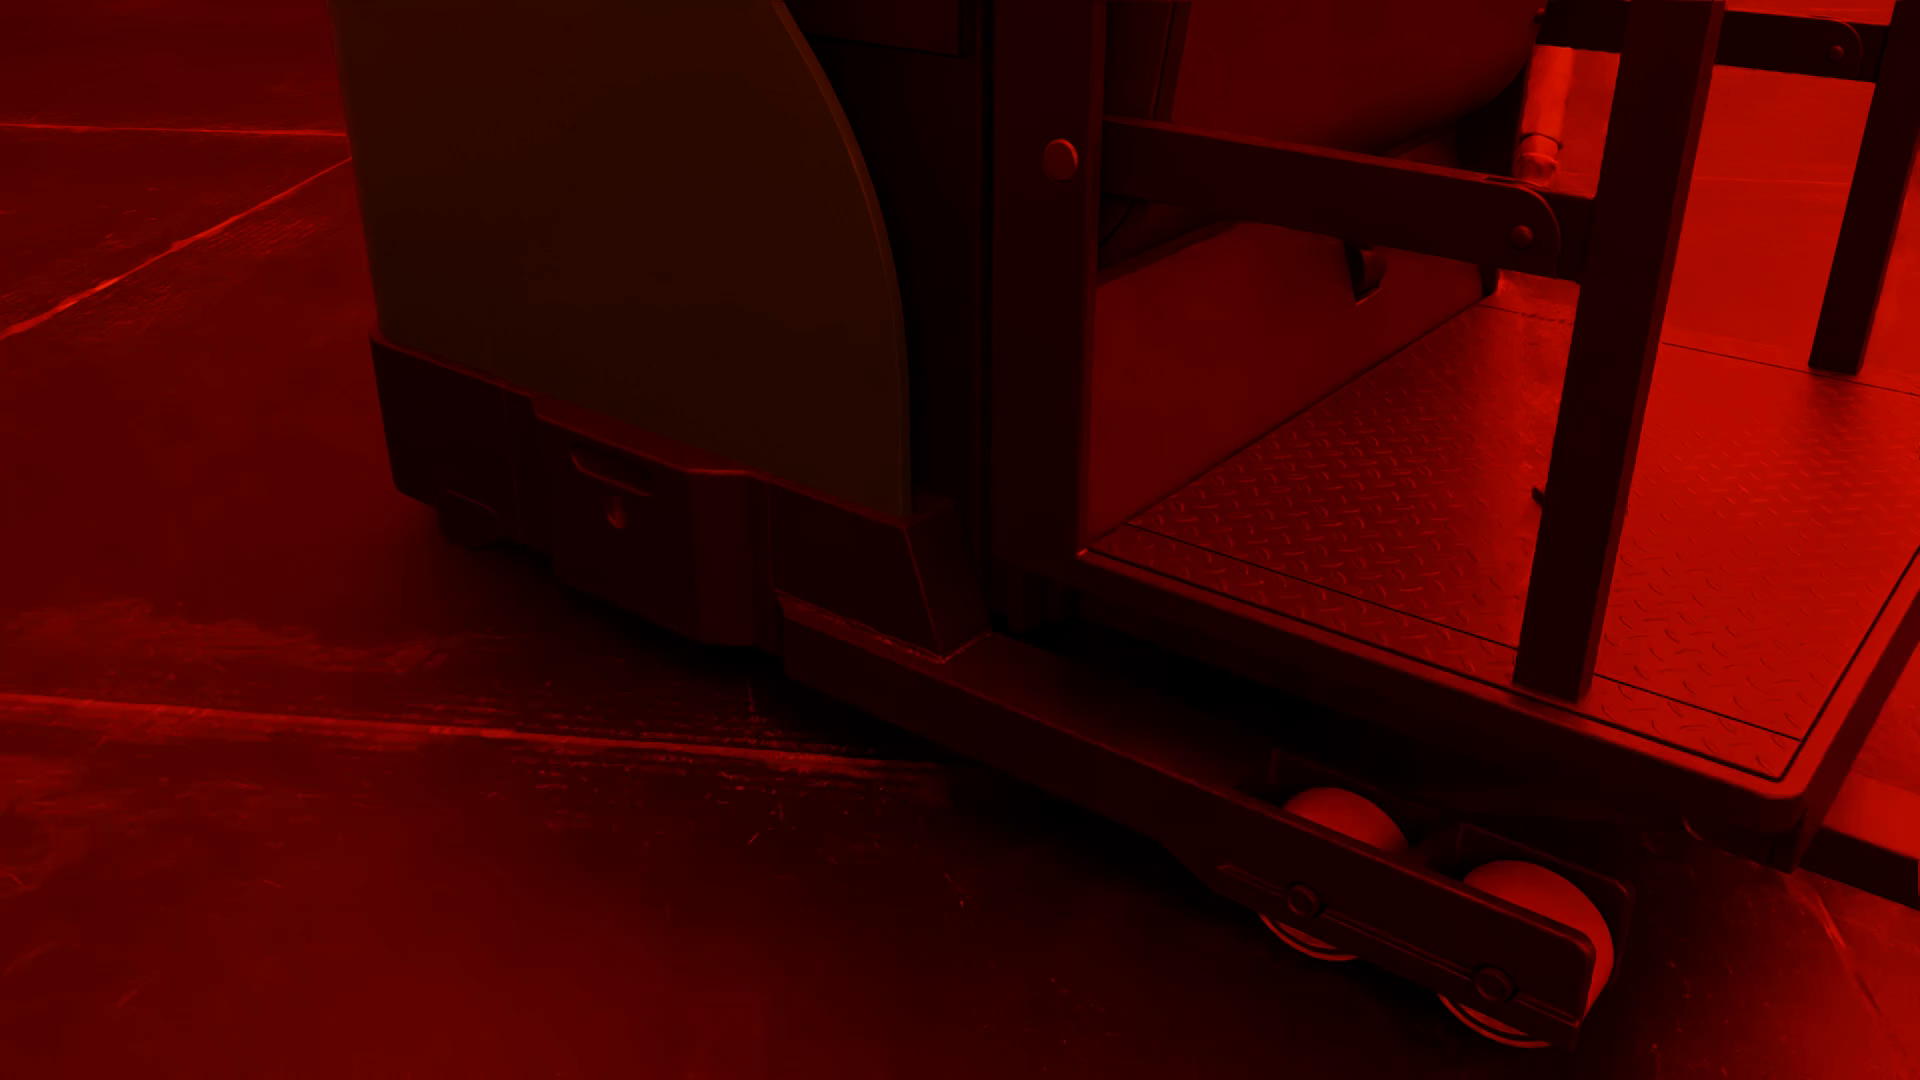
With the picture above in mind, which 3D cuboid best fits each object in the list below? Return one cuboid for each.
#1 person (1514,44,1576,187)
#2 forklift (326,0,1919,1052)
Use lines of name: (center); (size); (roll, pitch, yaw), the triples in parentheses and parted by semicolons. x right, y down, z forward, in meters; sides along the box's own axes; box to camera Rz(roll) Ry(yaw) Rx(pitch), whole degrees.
person: (1.317, -1.612, 3.993); (0.507, 1.582, 0.776); (4, 27, 8)
forklift: (0.608, -1.109, 1.439); (3.031, 2.935, 1.130); (19, 32, 34)
